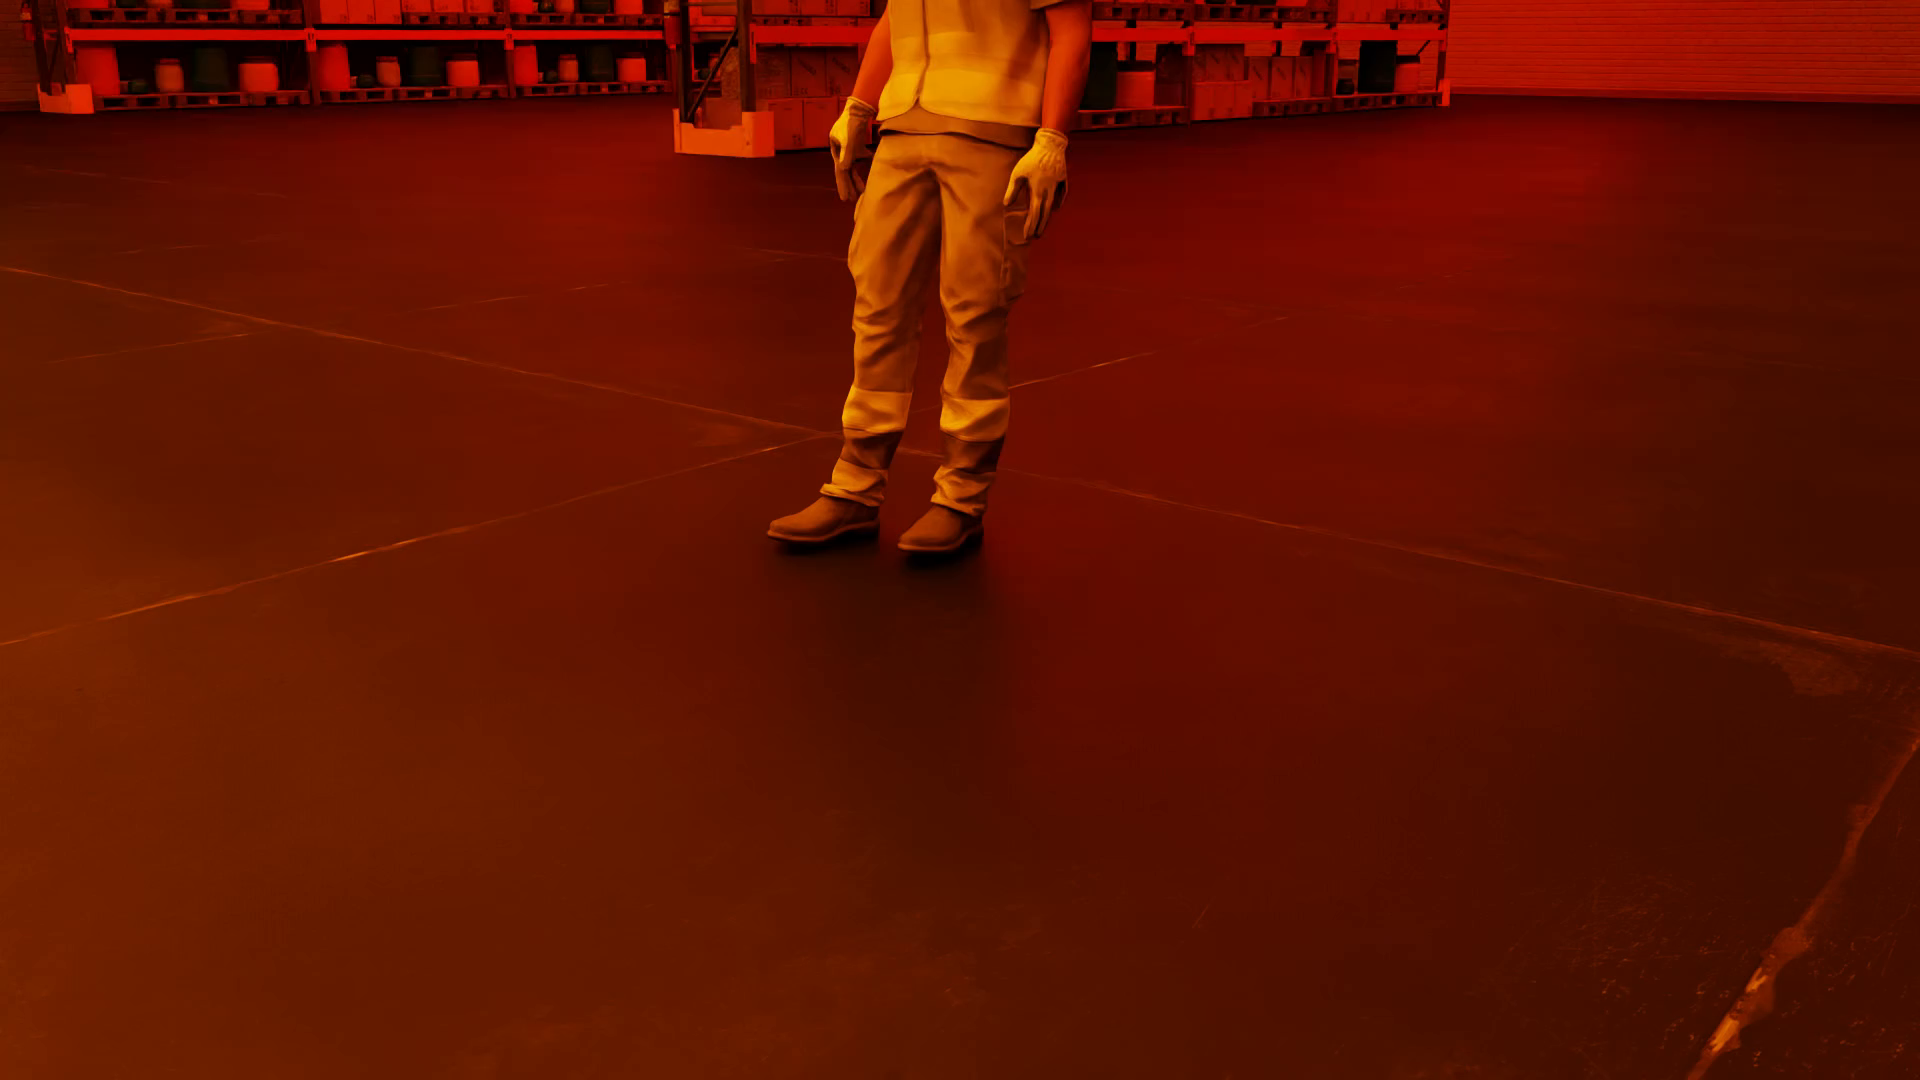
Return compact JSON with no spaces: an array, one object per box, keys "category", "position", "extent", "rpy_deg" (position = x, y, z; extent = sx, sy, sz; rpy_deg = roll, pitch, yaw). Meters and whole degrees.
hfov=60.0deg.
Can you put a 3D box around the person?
[{"category":"person","position":[-0.060,-0.848,3.628],"extent":[0.637,1.787,0.564],"rpy_deg":[13,21,37]}]
